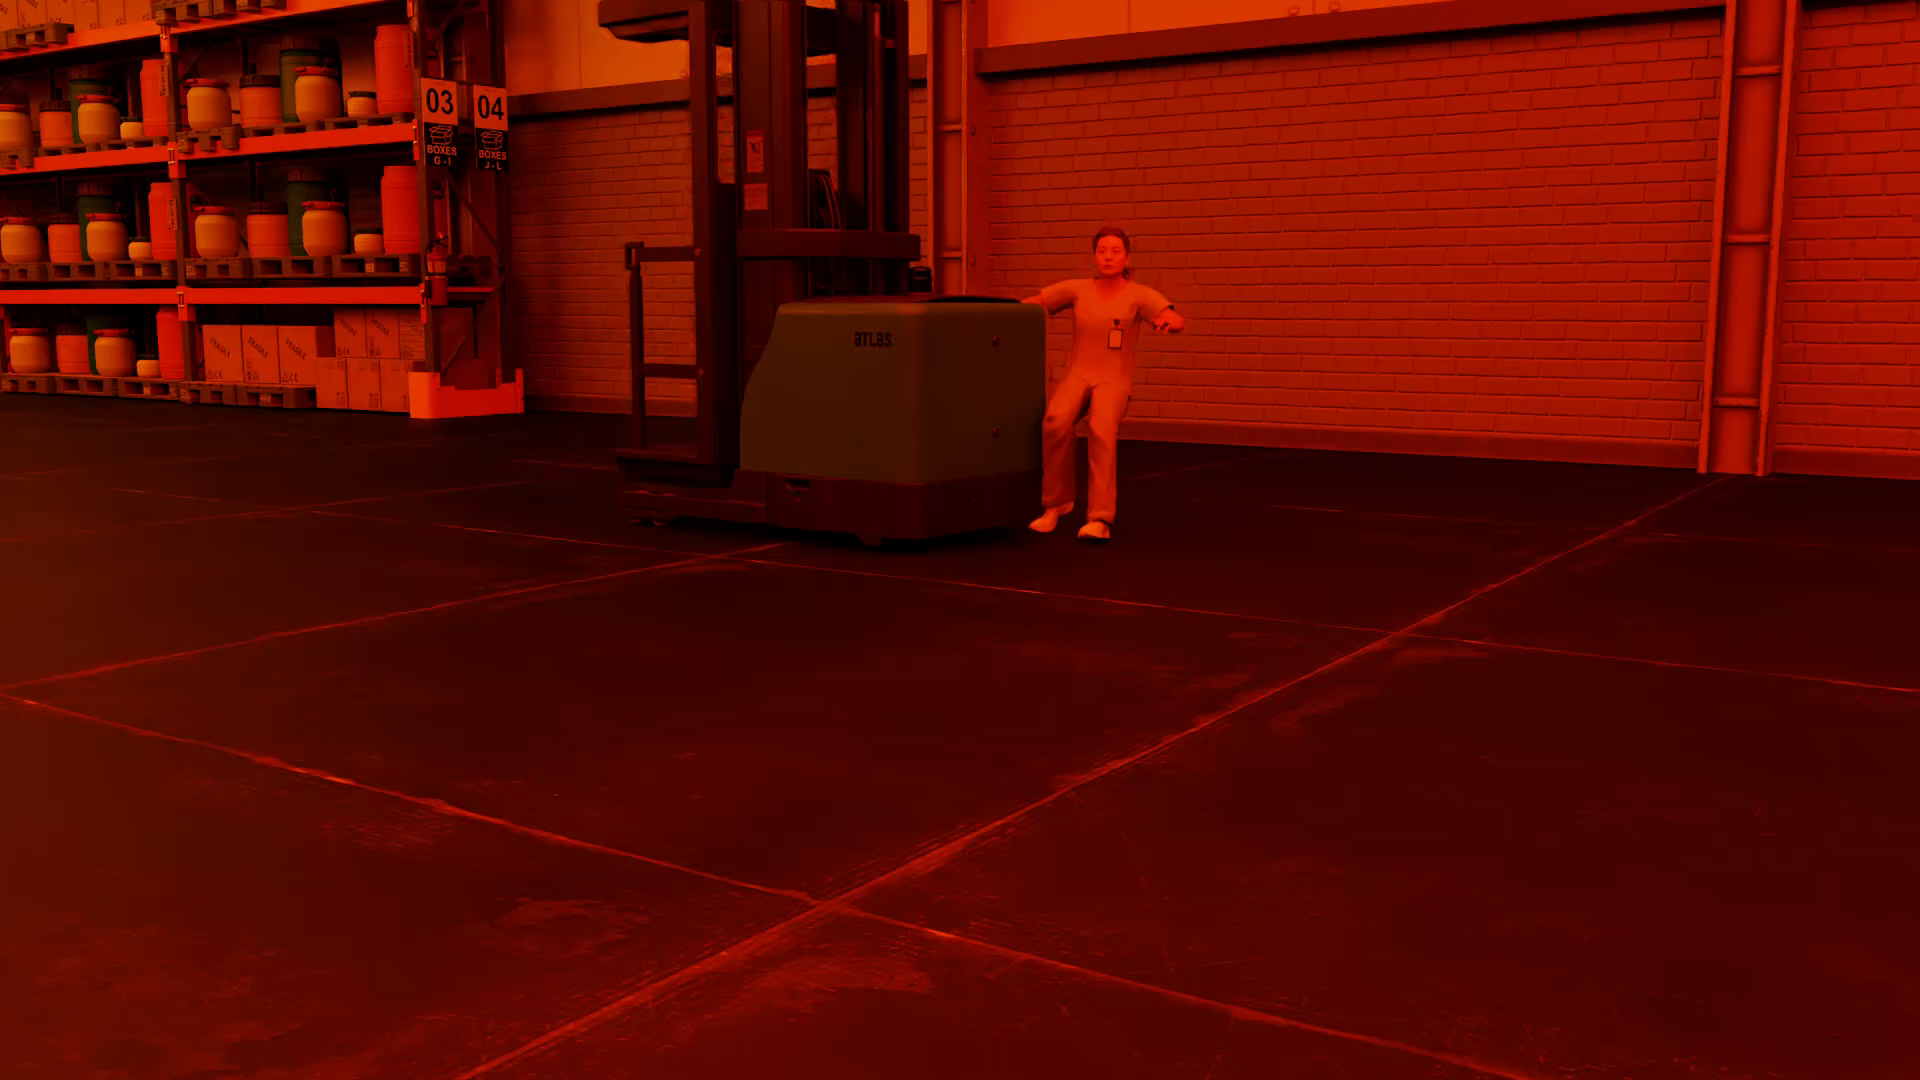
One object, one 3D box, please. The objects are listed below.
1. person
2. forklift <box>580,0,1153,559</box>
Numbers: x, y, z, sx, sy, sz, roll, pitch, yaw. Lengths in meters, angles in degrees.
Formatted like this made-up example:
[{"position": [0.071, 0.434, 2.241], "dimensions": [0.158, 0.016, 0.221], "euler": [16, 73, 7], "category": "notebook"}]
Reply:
[{"position": [1.166, -0.861, 8.691], "dimensions": [1.040, 1.460, 0.827], "euler": [0, 8, -2], "category": "person"}, {"position": [-0.602, -1.515, 7.846], "dimensions": [3.031, 2.935, 1.130], "euler": [6, 10, 38], "category": "forklift"}]
